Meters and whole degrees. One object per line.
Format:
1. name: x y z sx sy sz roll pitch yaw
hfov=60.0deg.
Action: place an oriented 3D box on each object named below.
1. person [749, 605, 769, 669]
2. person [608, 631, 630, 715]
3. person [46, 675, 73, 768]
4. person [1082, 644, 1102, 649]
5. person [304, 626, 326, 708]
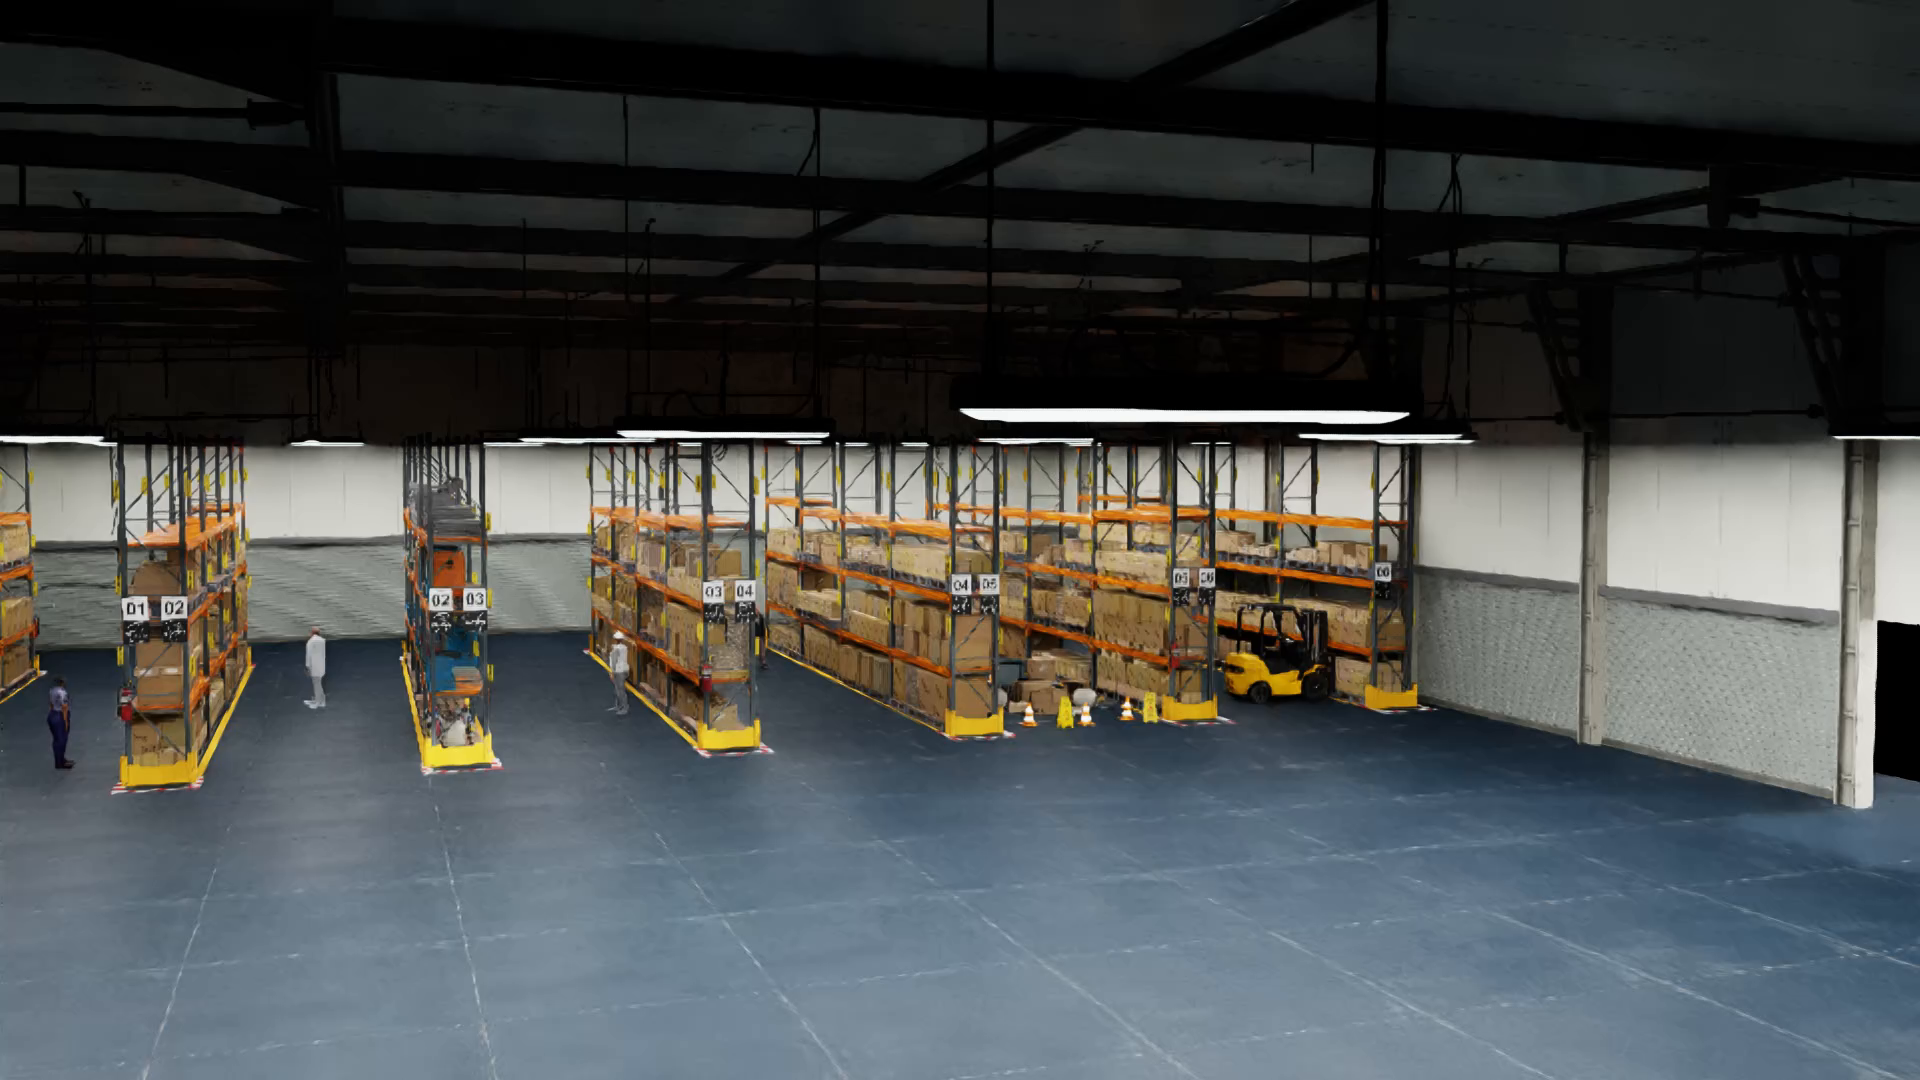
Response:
1. person: -5.293 2.545 43.147 0.543 1.554 1.115 -1 3 -18
2. person: -7.357 2.839 35.761 0.574 1.768 0.626 1 3 10
3. person: -16.105 3.235 29.817 0.534 1.656 0.428 3 4 39
4. person: 3.761 2.256 47.321 0.565 1.660 0.577 0 3 -1
5. person: -14.257 2.781 36.708 0.629 1.773 0.677 0 3 8
